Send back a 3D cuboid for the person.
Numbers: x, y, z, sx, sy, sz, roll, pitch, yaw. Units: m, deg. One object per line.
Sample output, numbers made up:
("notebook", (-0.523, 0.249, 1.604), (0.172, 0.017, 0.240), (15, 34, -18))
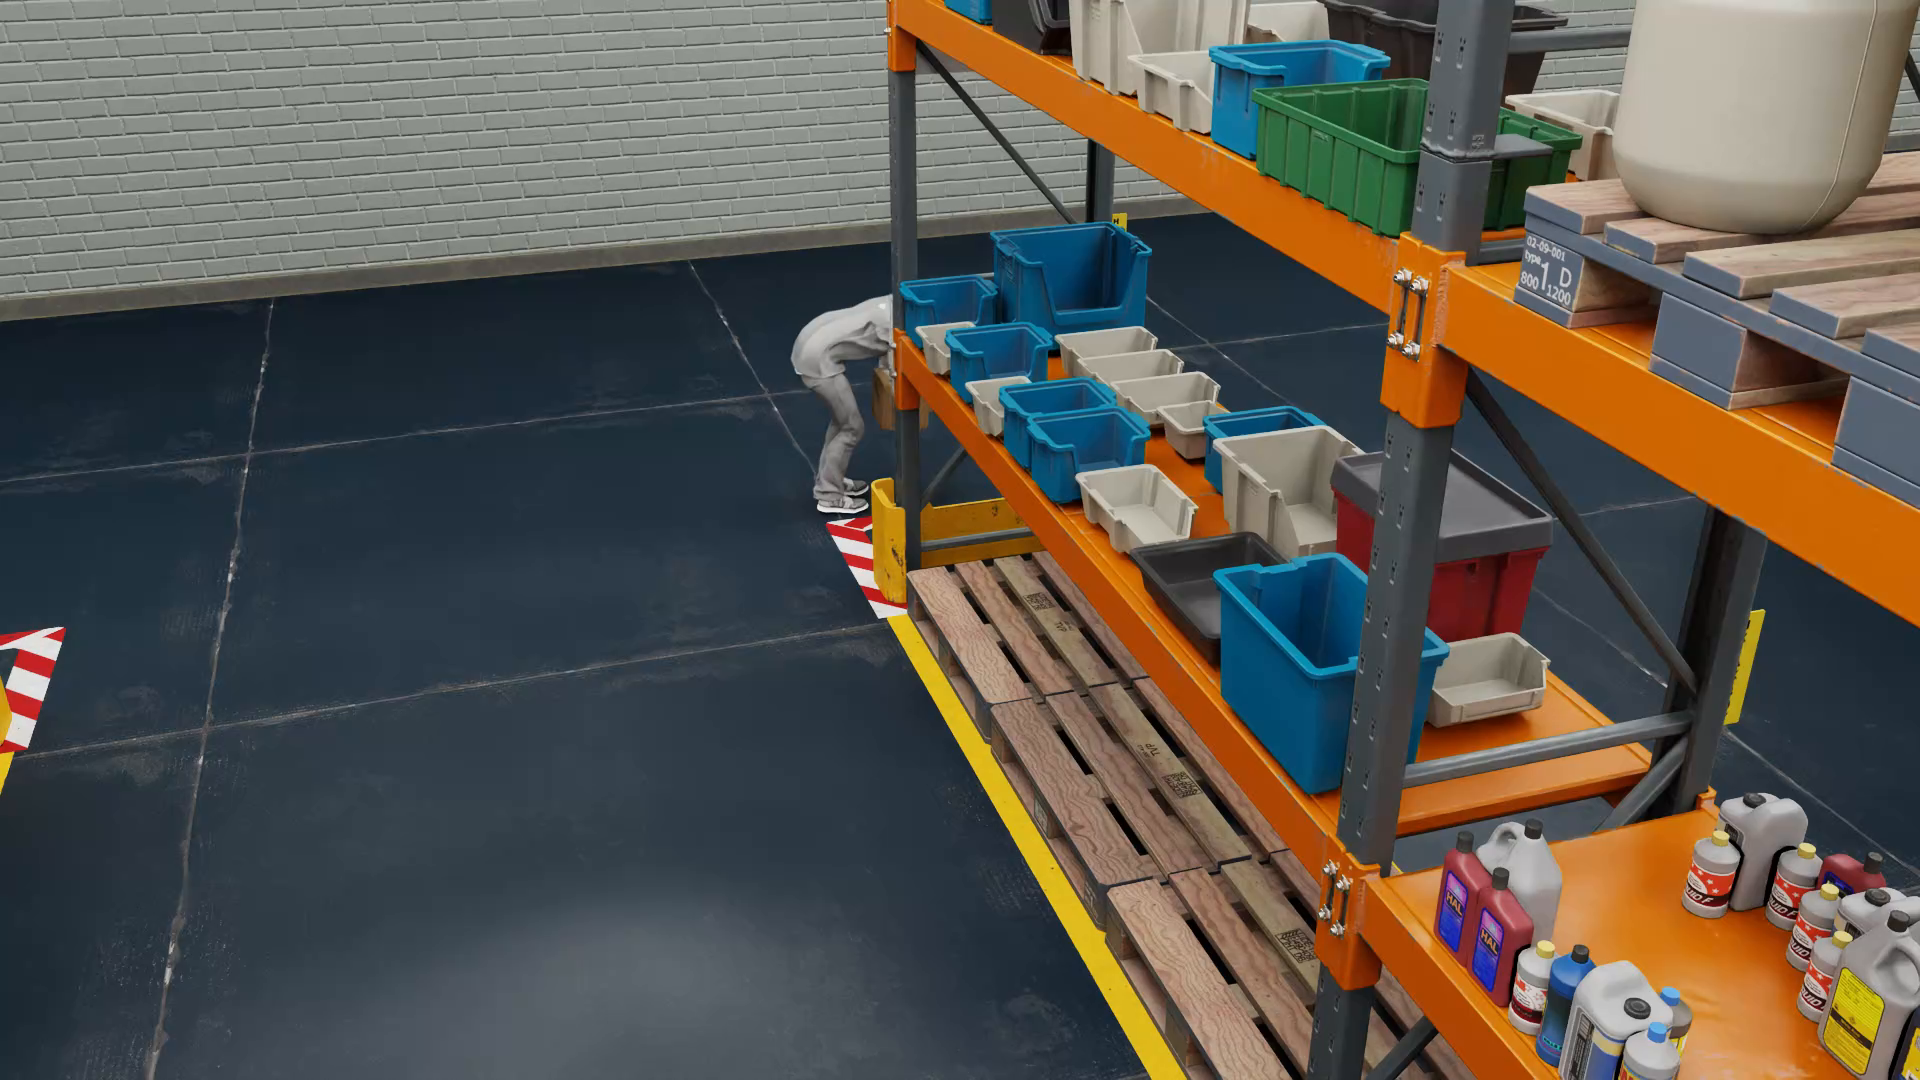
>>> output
("person", (-0.447, -0.750, 8.660), (0.821, 1.190, 0.382), (-6, 27, -12))
